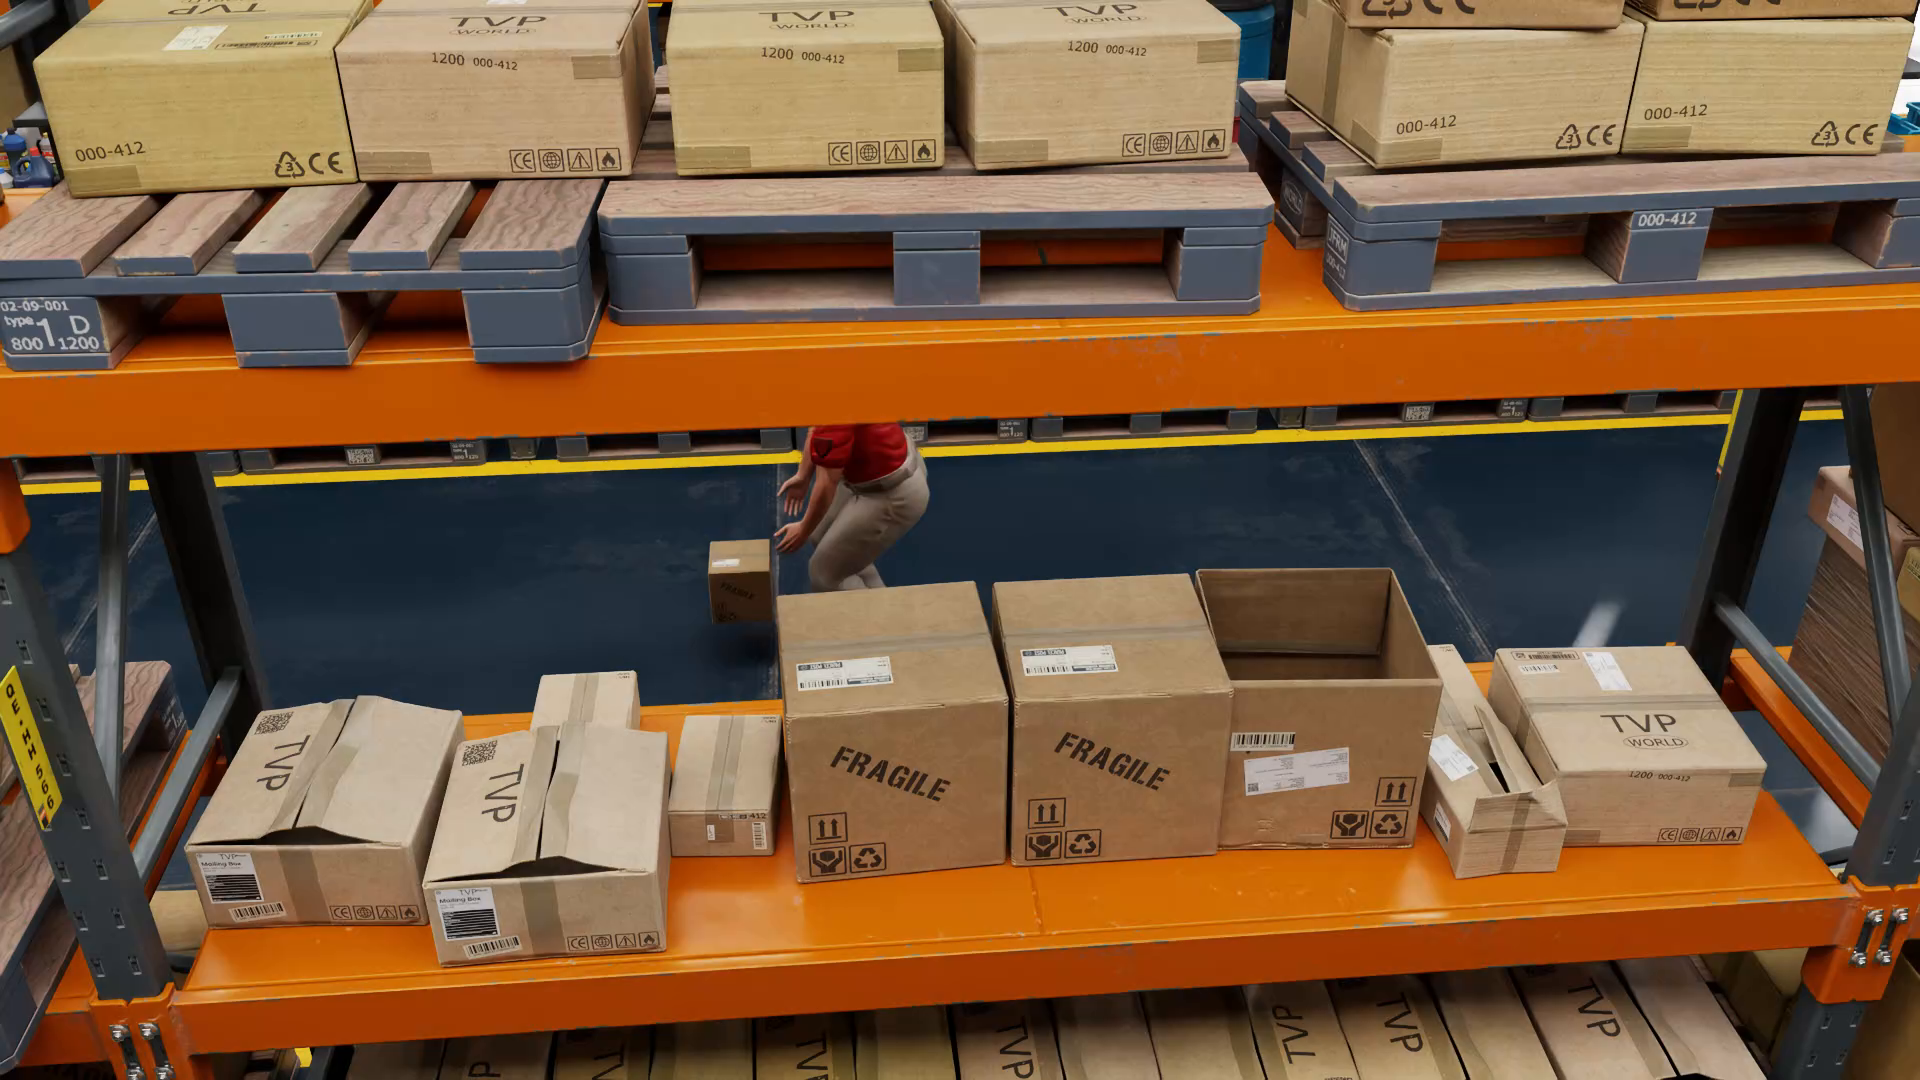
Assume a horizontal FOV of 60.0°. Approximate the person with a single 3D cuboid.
[{"bbox_3d":[-0.453,-0.180,6.715,0.666,1.467,0.589,-3,31,-4],"label":"person"}]
